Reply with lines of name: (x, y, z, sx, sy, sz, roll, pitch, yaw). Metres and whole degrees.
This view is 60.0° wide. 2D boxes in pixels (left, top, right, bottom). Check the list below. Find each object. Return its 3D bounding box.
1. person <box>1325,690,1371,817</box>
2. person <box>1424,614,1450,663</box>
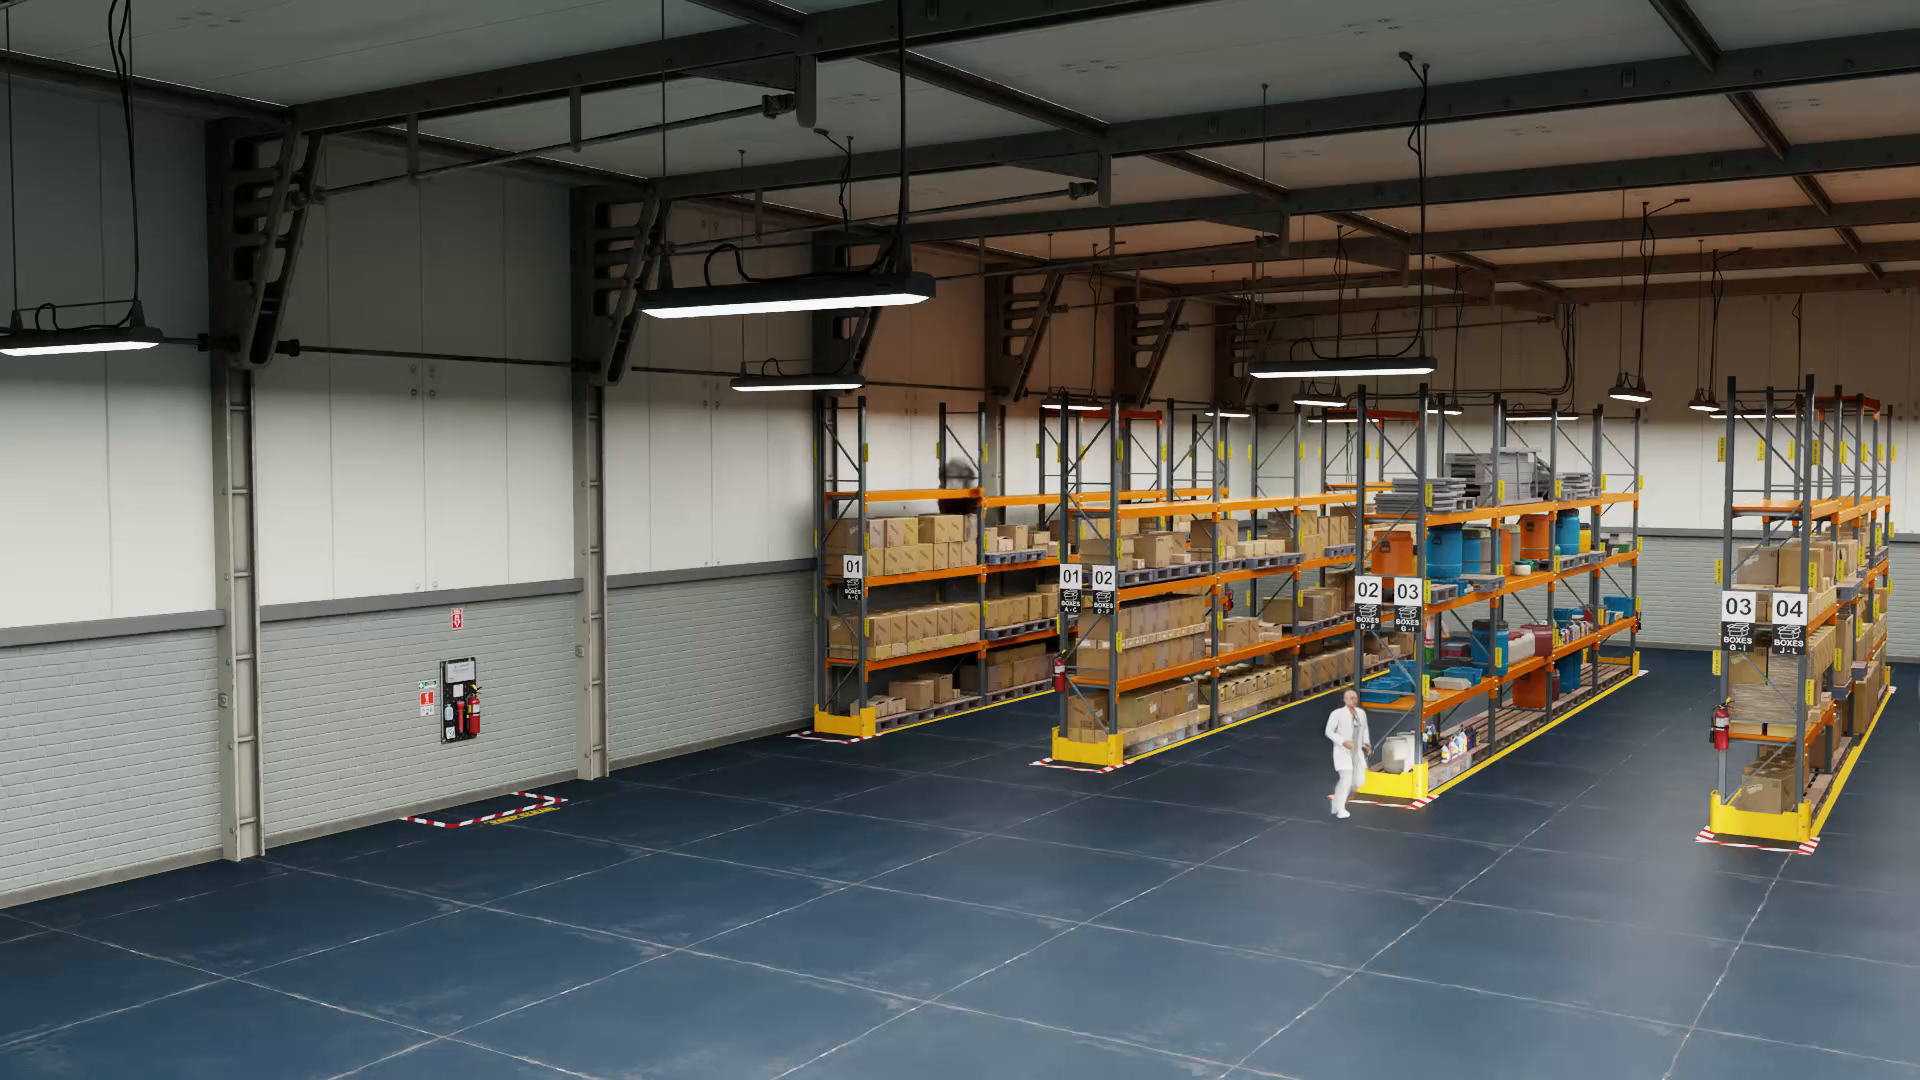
person: (5.387, 2.940, 22.946, 0.759, 1.728, 0.665, -1, 3, -22)
person: (9.953, 2.278, 35.001, 0.669, 1.765, 0.928, 1, 3, 22)
